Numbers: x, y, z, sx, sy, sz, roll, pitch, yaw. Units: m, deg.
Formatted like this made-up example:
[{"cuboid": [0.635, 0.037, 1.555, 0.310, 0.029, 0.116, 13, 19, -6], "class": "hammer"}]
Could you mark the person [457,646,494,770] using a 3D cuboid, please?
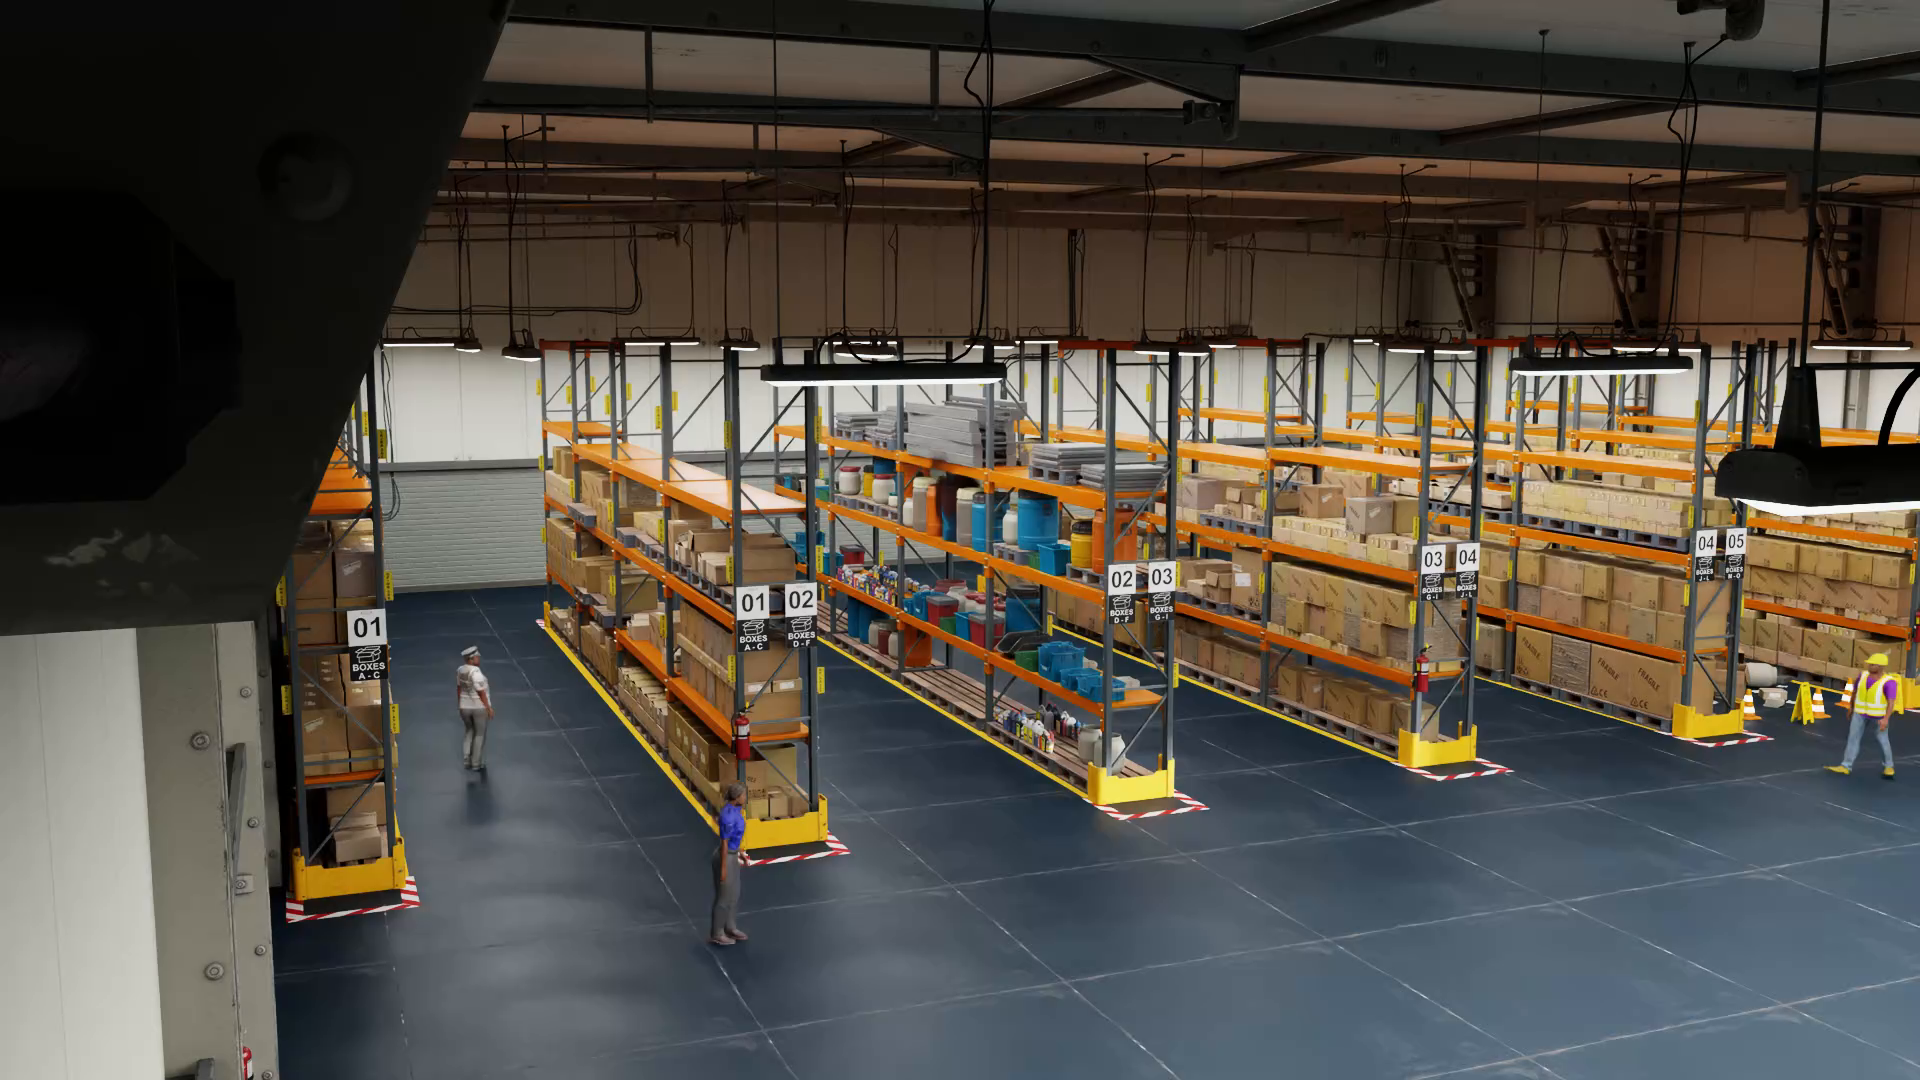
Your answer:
[{"cuboid": [-6.886, 2.390, 23.630, 0.565, 1.806, 0.483, 2, 8, 15], "class": "person"}]

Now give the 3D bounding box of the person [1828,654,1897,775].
[{"cuboid": [12.713, 2.445, 23.286, 0.822, 1.738, 0.671, -6, 10, -41], "class": "person"}]

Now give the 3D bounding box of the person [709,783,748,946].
[{"cuboid": [-2.386, 3.306, 17.079, 0.389, 1.663, 0.496, 0, 7, 2], "class": "person"}]
